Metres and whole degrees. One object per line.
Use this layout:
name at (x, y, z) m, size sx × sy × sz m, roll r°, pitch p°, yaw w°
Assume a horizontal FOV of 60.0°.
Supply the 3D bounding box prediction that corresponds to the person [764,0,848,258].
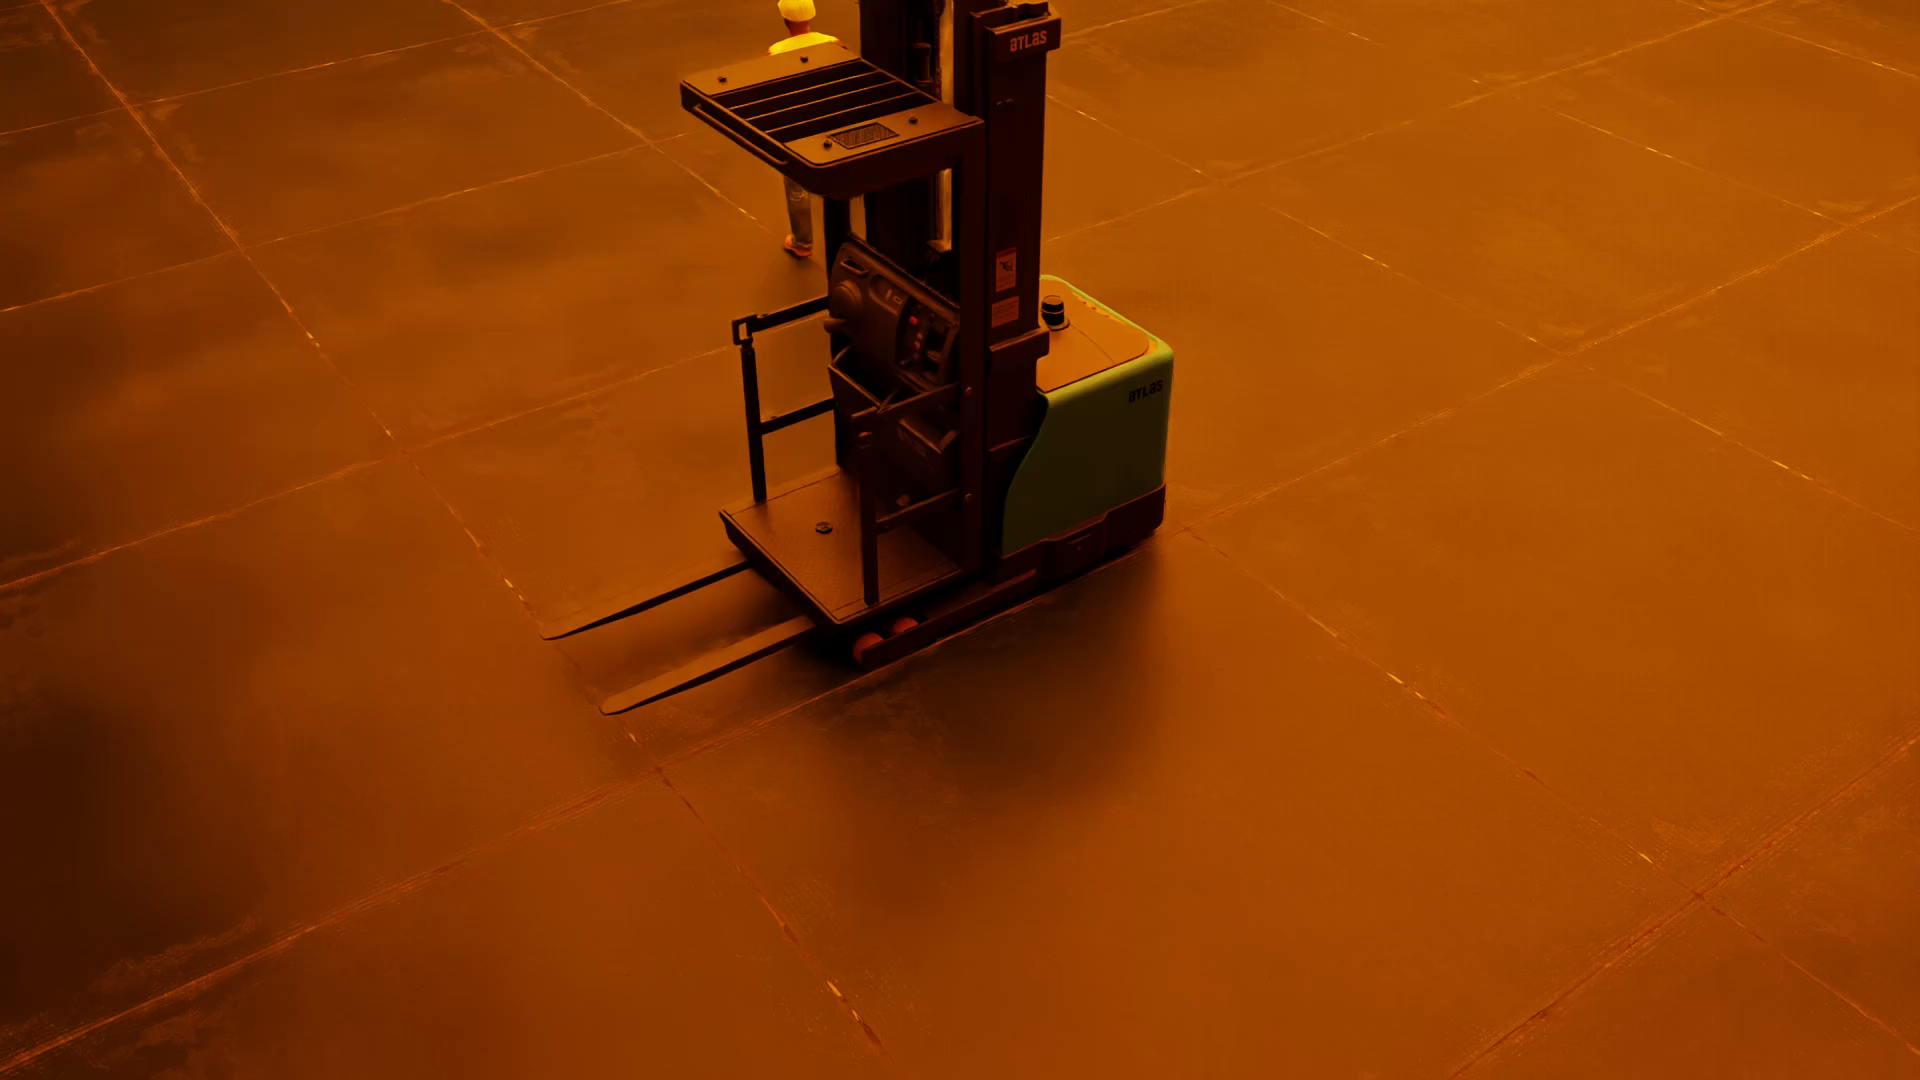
person at (-0.954, -2.605, 10.454) m, size 0.661 × 1.777 × 0.504 m, roll -9°, pitch 37°, yaw -12°

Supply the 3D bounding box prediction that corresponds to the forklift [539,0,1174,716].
forklift at (-0.468, -0.943, 7.220) m, size 3.031 × 2.935 × 1.130 m, roll -23°, pitch 42°, yaw -28°
